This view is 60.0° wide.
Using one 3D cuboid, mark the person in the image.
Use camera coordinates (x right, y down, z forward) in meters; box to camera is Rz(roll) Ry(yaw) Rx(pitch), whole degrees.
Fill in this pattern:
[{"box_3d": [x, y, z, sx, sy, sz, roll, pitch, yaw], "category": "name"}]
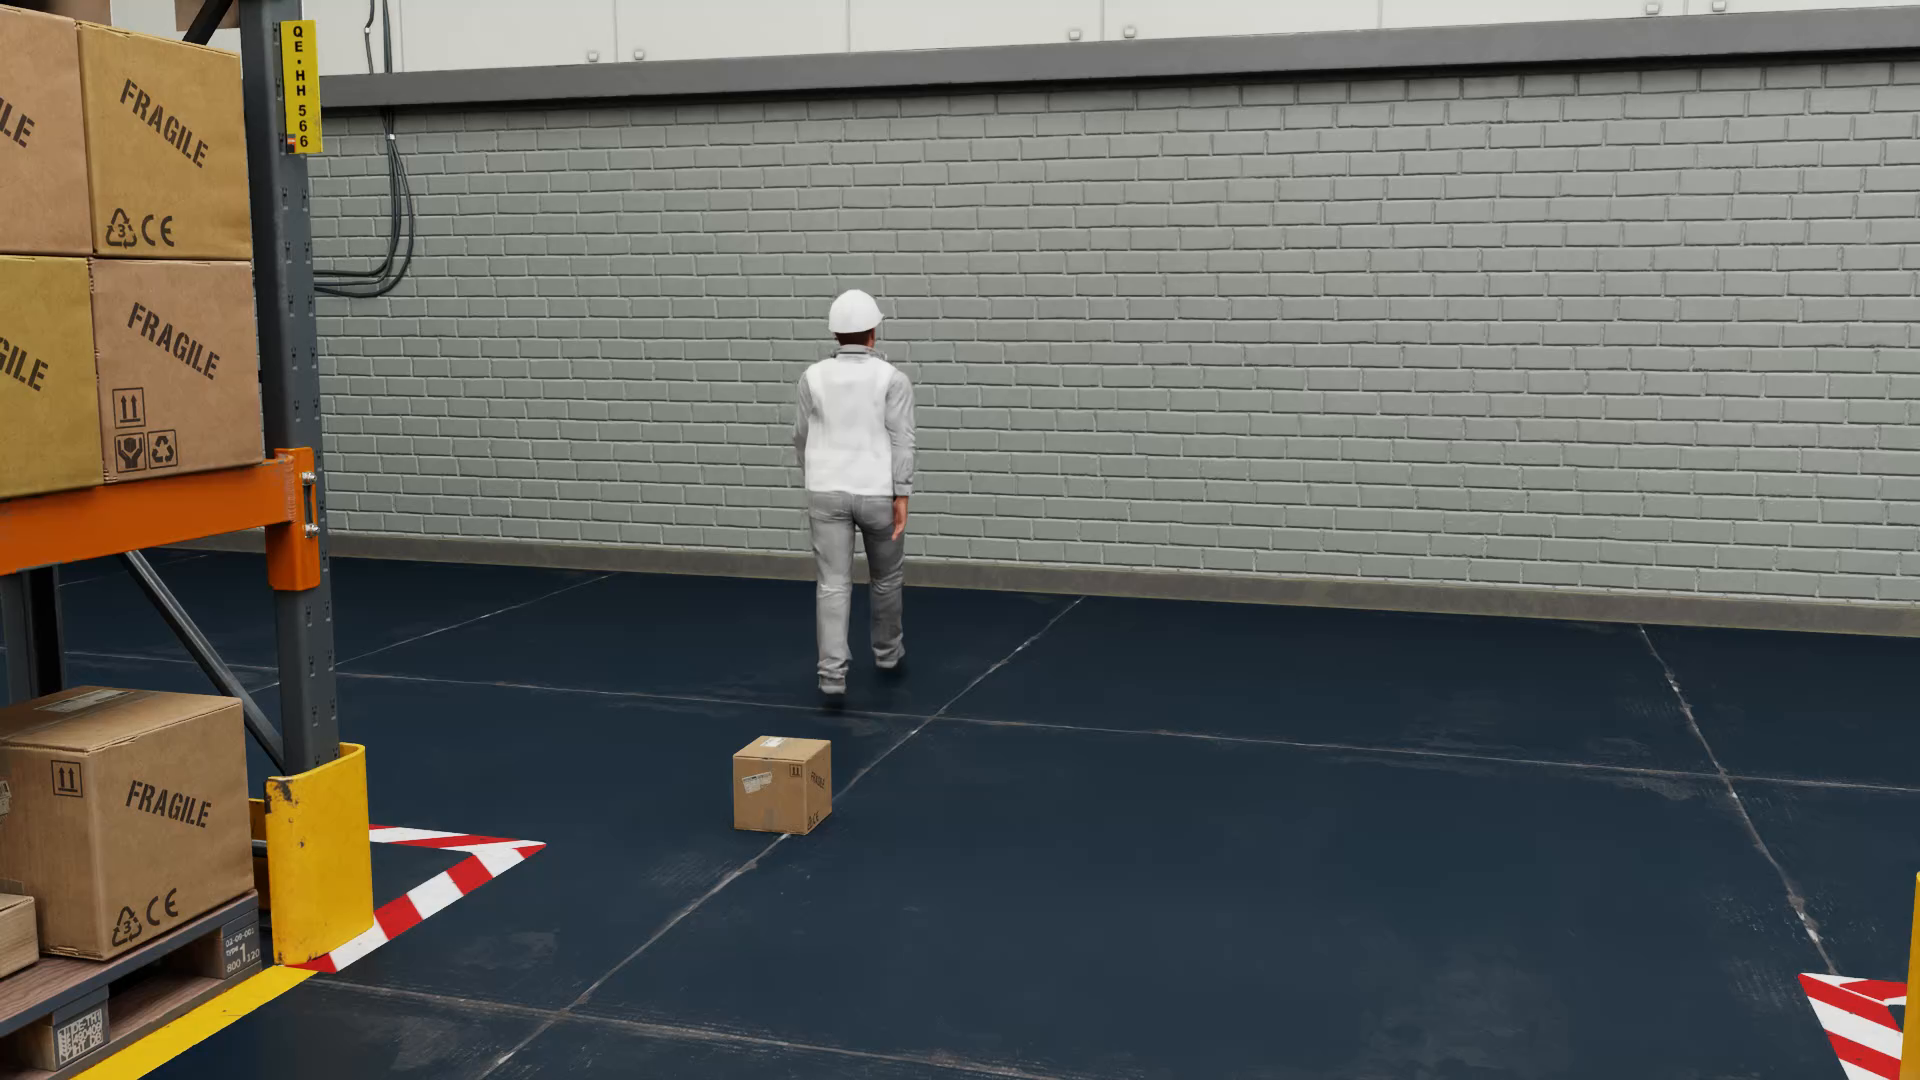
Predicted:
[{"box_3d": [-0.454, -0.227, 7.274, 0.549, 1.719, 1.058, 0, 8, 3], "category": "person"}]
